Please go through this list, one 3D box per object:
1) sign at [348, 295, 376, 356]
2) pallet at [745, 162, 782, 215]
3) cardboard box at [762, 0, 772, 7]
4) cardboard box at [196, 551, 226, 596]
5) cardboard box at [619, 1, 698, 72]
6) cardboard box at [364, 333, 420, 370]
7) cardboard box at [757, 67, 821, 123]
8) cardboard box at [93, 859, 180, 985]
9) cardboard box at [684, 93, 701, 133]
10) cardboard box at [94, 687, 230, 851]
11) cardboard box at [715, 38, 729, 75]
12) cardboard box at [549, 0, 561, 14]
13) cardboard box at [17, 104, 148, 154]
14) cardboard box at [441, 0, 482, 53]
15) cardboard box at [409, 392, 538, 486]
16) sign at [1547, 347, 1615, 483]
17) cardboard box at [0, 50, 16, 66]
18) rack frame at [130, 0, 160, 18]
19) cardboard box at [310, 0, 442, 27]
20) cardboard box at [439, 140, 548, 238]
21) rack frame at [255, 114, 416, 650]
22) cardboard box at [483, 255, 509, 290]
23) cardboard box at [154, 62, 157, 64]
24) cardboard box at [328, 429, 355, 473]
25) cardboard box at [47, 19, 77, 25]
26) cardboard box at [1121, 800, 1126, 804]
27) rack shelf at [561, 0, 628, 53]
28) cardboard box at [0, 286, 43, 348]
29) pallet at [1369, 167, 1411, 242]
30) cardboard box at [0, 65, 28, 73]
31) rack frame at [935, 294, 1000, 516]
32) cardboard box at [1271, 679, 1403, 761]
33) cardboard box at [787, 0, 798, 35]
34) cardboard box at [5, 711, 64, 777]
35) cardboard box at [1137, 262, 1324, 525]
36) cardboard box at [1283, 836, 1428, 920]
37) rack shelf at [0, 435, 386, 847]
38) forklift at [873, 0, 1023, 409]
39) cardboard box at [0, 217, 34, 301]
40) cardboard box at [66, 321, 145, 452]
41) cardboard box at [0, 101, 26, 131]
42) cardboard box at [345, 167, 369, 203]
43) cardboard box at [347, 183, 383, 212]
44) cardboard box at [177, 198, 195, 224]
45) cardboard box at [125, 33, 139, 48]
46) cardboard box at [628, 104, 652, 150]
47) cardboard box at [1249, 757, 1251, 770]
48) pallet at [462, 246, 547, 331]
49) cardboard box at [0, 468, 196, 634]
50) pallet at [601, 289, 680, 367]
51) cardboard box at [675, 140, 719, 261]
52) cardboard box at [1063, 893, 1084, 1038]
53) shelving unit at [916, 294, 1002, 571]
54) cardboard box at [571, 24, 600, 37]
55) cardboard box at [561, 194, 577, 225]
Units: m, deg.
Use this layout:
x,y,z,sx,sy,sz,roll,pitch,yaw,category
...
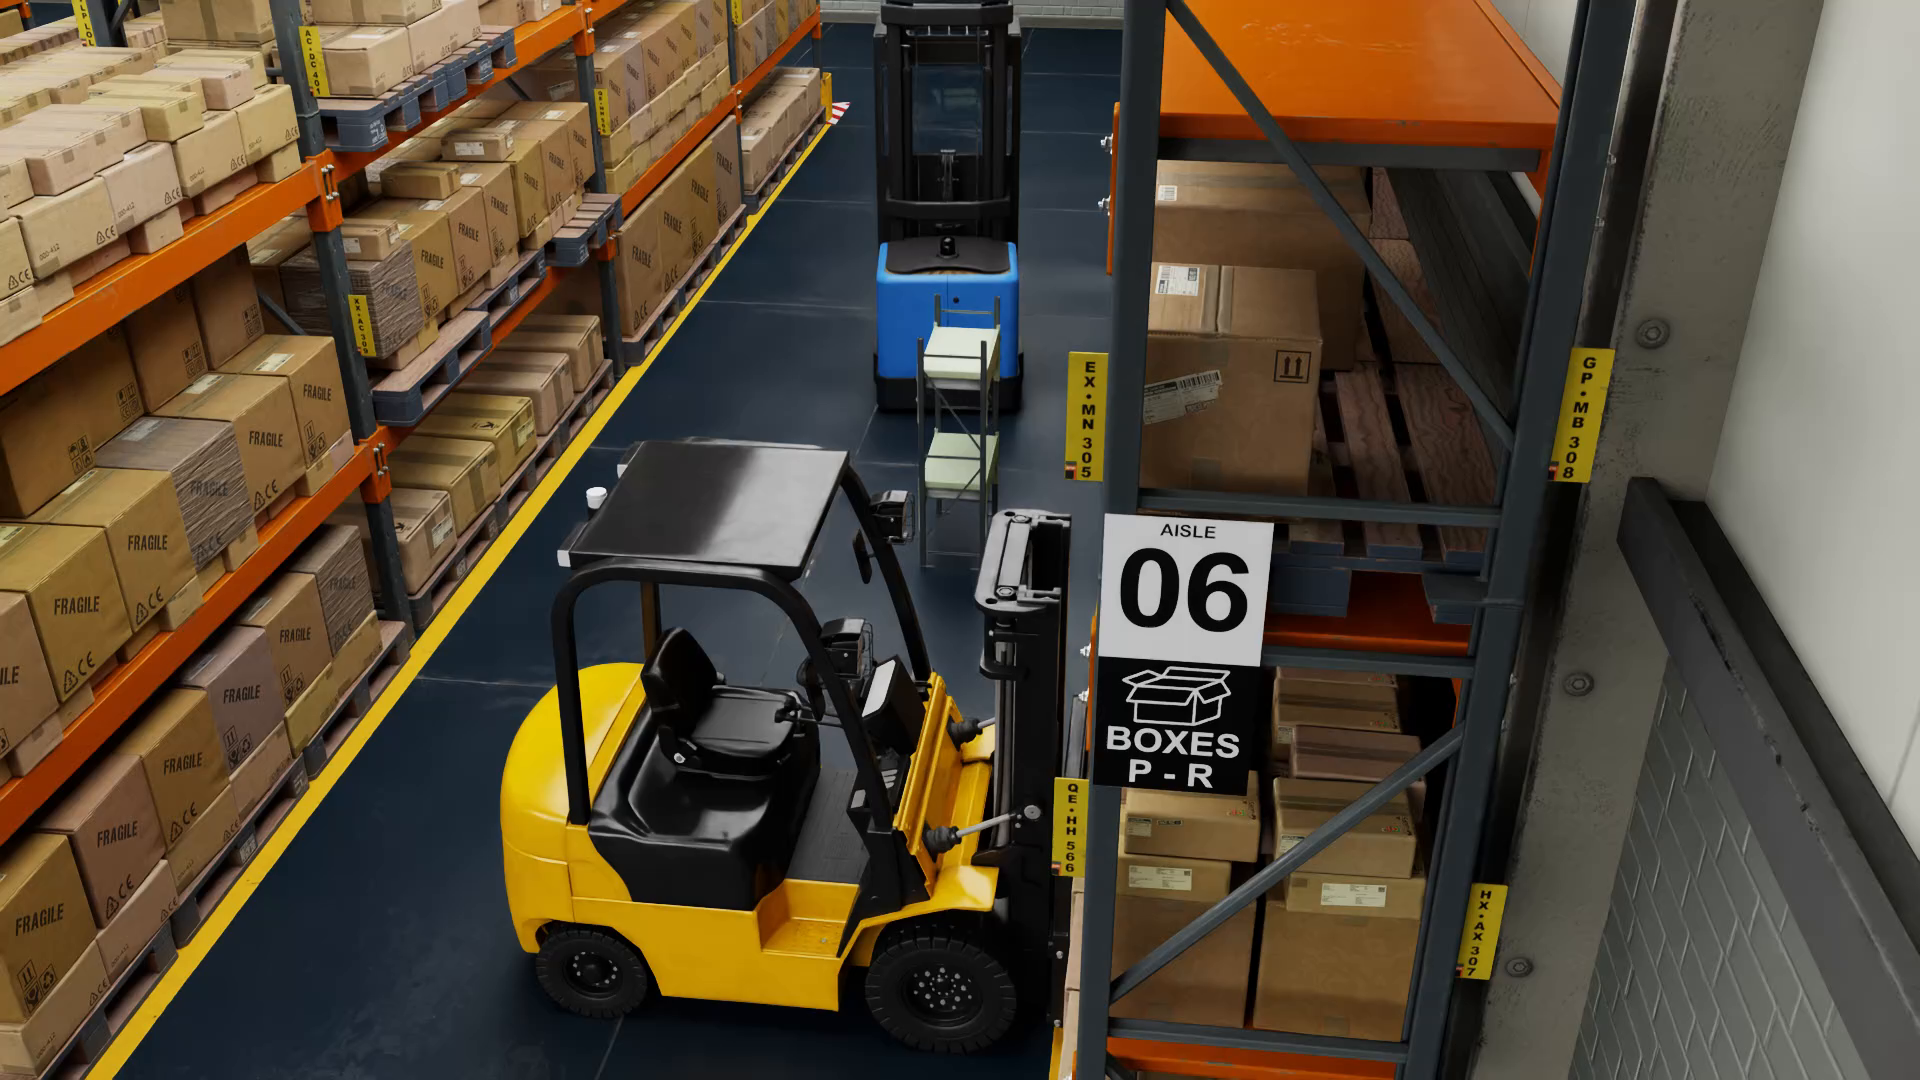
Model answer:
x,y,z,sx,sy,sz,roll,pitch,yaw,category
-3.060,-1.096,8.500,0.100,0.325,0.005,3,28,6,sign
-2.449,-3.634,17.065,1.003,0.211,1.213,3,28,6,pallet
-2.179,-5.680,16.763,0.500,0.500,0.500,4,29,7,cardboard box
-3.519,0.134,7.395,0.380,0.149,0.250,3,28,5,cardboard box
-2.563,-4.286,14.175,0.500,0.500,0.500,4,29,8,cardboard box
-3.218,-1.058,9.166,0.380,0.149,0.250,4,29,7,cardboard box
-2.111,-5.131,19.163,0.875,0.438,0.875,2,28,4,cardboard box
-3.647,1.563,6.935,0.500,0.250,0.500,4,29,8,cardboard box
-2.569,-3.740,14.480,0.500,0.250,0.500,3,28,5,cardboard box
-3.585,0.979,7.228,0.500,0.500,0.500,4,29,7,cardboard box
-2.432,-4.440,15.253,0.500,0.250,0.500,3,28,6,cardboard box
-2.940,-3.675,11.303,0.380,0.149,0.250,3,28,6,cardboard box
-3.534,-1.650,6.704,0.380,0.149,0.250,3,28,5,cardboard box
-3.029,-2.911,9.335,0.500,0.250,0.500,3,28,6,cardboard box
-3.370,-0.683,10.976,0.950,0.372,0.625,4,29,8,cardboard box
1.387,-0.278,3.728,0.100,0.325,0.005,3,28,6,sign
-8.269,-4.067,14.124,0.380,0.149,0.250,5,29,9,cardboard box
-7.545,-4.748,16.193,1.000,3.000,0.127,3,28,6,rack frame
-3.079,-2.889,8.767,0.500,0.250,0.500,3,28,5,cardboard box
-3.003,-2.273,10.737,0.500,0.500,0.500,1,28,3,cardboard box
-3.600,-0.742,8.757,1.000,3.000,0.127,3,28,6,rack frame
-3.031,-1.670,10.302,0.380,0.149,0.250,4,29,8,cardboard box
-7.492,-4.267,15.121,0.380,0.149,0.250,2,28,4,cardboard box
-3.337,-0.463,8.503,0.380,0.149,0.250,3,28,6,cardboard box
-8.112,-4.674,15.249,0.380,0.149,0.250,4,29,7,cardboard box
0.603,0.796,5.112,0.380,0.149,0.250,4,29,7,cardboard box
-2.865,-4.571,13.459,1.077,0.370,4.000,3,28,6,rack shelf
-3.572,-0.815,5.995,0.380,0.149,0.250,4,29,7,cardboard box
1.248,-1.334,6.787,1.003,0.211,1.213,3,28,6,pallet
-7.688,-3.774,13.580,0.380,0.149,0.250,2,28,4,cardboard box
0.044,-0.829,10.500,0.400,1.500,0.023,3,28,6,rack frame
1.174,0.575,5.210,0.380,0.149,0.250,4,29,7,cardboard box
-2.056,-5.714,17.881,0.500,0.500,0.500,4,29,8,cardboard box
-3.636,0.747,6.258,0.380,0.149,0.250,4,29,7,cardboard box
0.649,-0.389,4.285,0.500,0.500,0.500,4,29,8,cardboard box
1.136,0.953,4.821,0.380,0.149,0.250,3,28,5,cardboard box
-3.845,0.516,7.181,1.077,0.370,4.000,3,28,6,rack shelf
-0.093,-2.908,12.850,1.130,2.935,3.031,0,28,0,forklift
-3.654,-0.947,5.820,0.500,0.250,0.500,4,29,8,cardboard box
-4.042,-0.689,7.185,0.700,0.500,0.500,3,28,5,cardboard box
-4.045,-1.684,6.768,0.380,0.149,0.250,2,28,5,cardboard box
-3.685,-2.074,9.683,0.380,0.149,0.250,2,28,4,cardboard box
-3.642,-1.809,9.876,0.500,0.500,0.500,4,29,8,cardboard box
-3.539,-1.434,7.143,0.380,0.149,0.250,2,28,4,cardboard box
-7.531,-4.397,14.736,0.380,0.149,0.250,2,28,5,cardboard box
-2.738,-3.247,13.037,0.500,0.250,0.500,4,29,7,cardboard box
0.709,0.893,5.617,0.500,0.500,0.500,4,29,8,cardboard box
-3.312,-1.607,10.564,1.003,0.211,1.213,3,28,6,pallet
-3.581,0.035,6.896,0.500,0.500,0.500,3,28,5,cardboard box
-2.938,-1.764,13.594,1.003,0.211,1.213,3,28,6,pallet
-2.719,-3.035,14.811,0.875,0.875,0.875,4,29,8,cardboard box
0.641,1.537,5.928,0.500,0.250,0.500,4,29,7,cardboard box
-0.001,-0.657,10.181,0.431,1.500,0.755,3,28,6,shelving unit
-3.184,-3.843,13.354,0.500,0.500,0.500,3,28,6,cardboard box
-2.864,-2.280,11.434,0.380,0.149,0.250,3,28,6,cardboard box
